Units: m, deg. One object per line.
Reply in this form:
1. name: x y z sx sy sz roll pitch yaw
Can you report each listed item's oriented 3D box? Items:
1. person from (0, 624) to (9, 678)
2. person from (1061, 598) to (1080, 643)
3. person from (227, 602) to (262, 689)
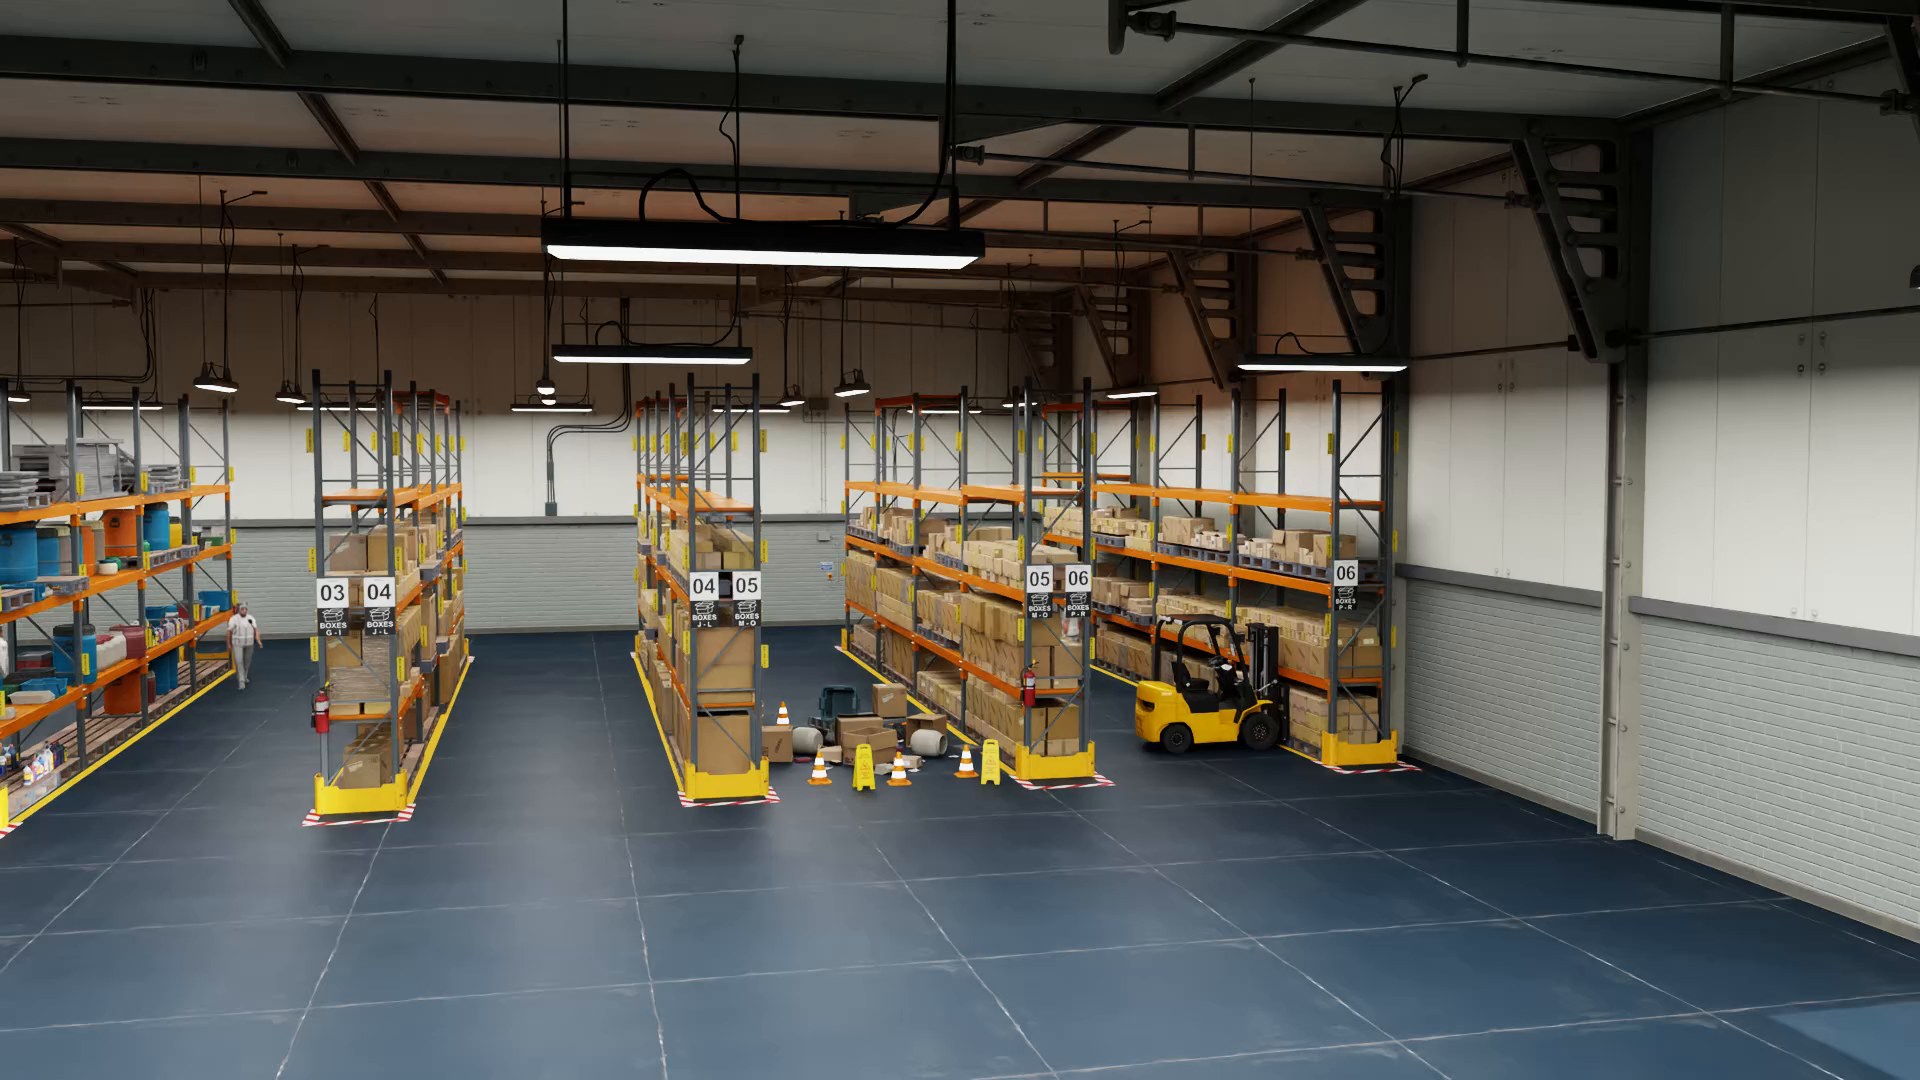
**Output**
1. person: -17.798 2.386 30.732 0.527 1.668 0.503 0 3 6
2. person: 2.387 2.061 35.516 0.485 1.791 0.598 3 4 38
3. person: -14.758 2.141 34.293 0.631 1.743 1.006 -2 4 -37
